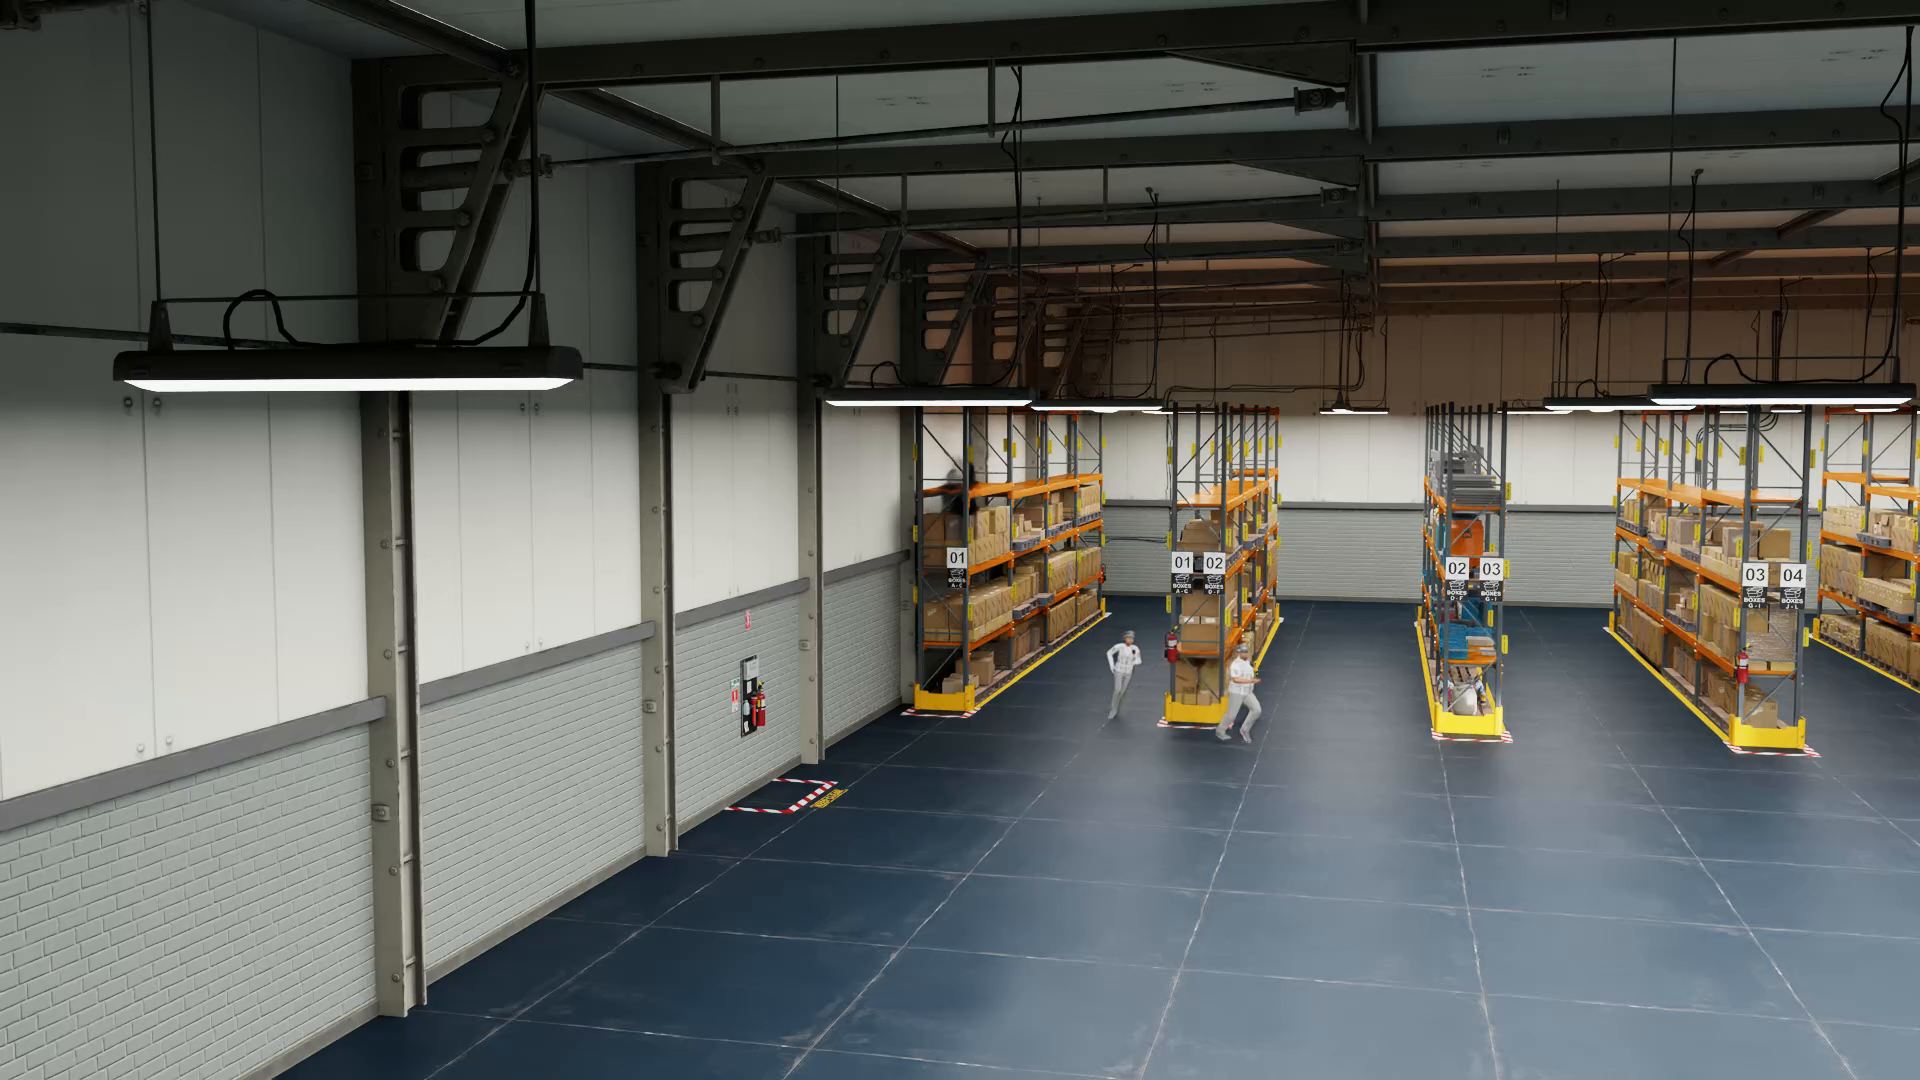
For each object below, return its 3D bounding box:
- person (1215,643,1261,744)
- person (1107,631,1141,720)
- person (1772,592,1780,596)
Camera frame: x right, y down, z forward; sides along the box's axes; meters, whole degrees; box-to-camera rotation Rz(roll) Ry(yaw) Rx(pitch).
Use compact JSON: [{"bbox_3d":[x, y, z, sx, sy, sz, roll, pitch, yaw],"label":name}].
[{"bbox_3d":[4.941,2.687,29.187,0.679,1.802,0.885,-4,6,-45],"label":"person"},{"bbox_3d":[3.115,2.569,31.786,0.673,1.705,0.707,-1,4,-9],"label":"person"},{"bbox_3d":[20.484,1.775,41.562,0.626,1.829,0.752,1,4,17],"label":"person"}]
